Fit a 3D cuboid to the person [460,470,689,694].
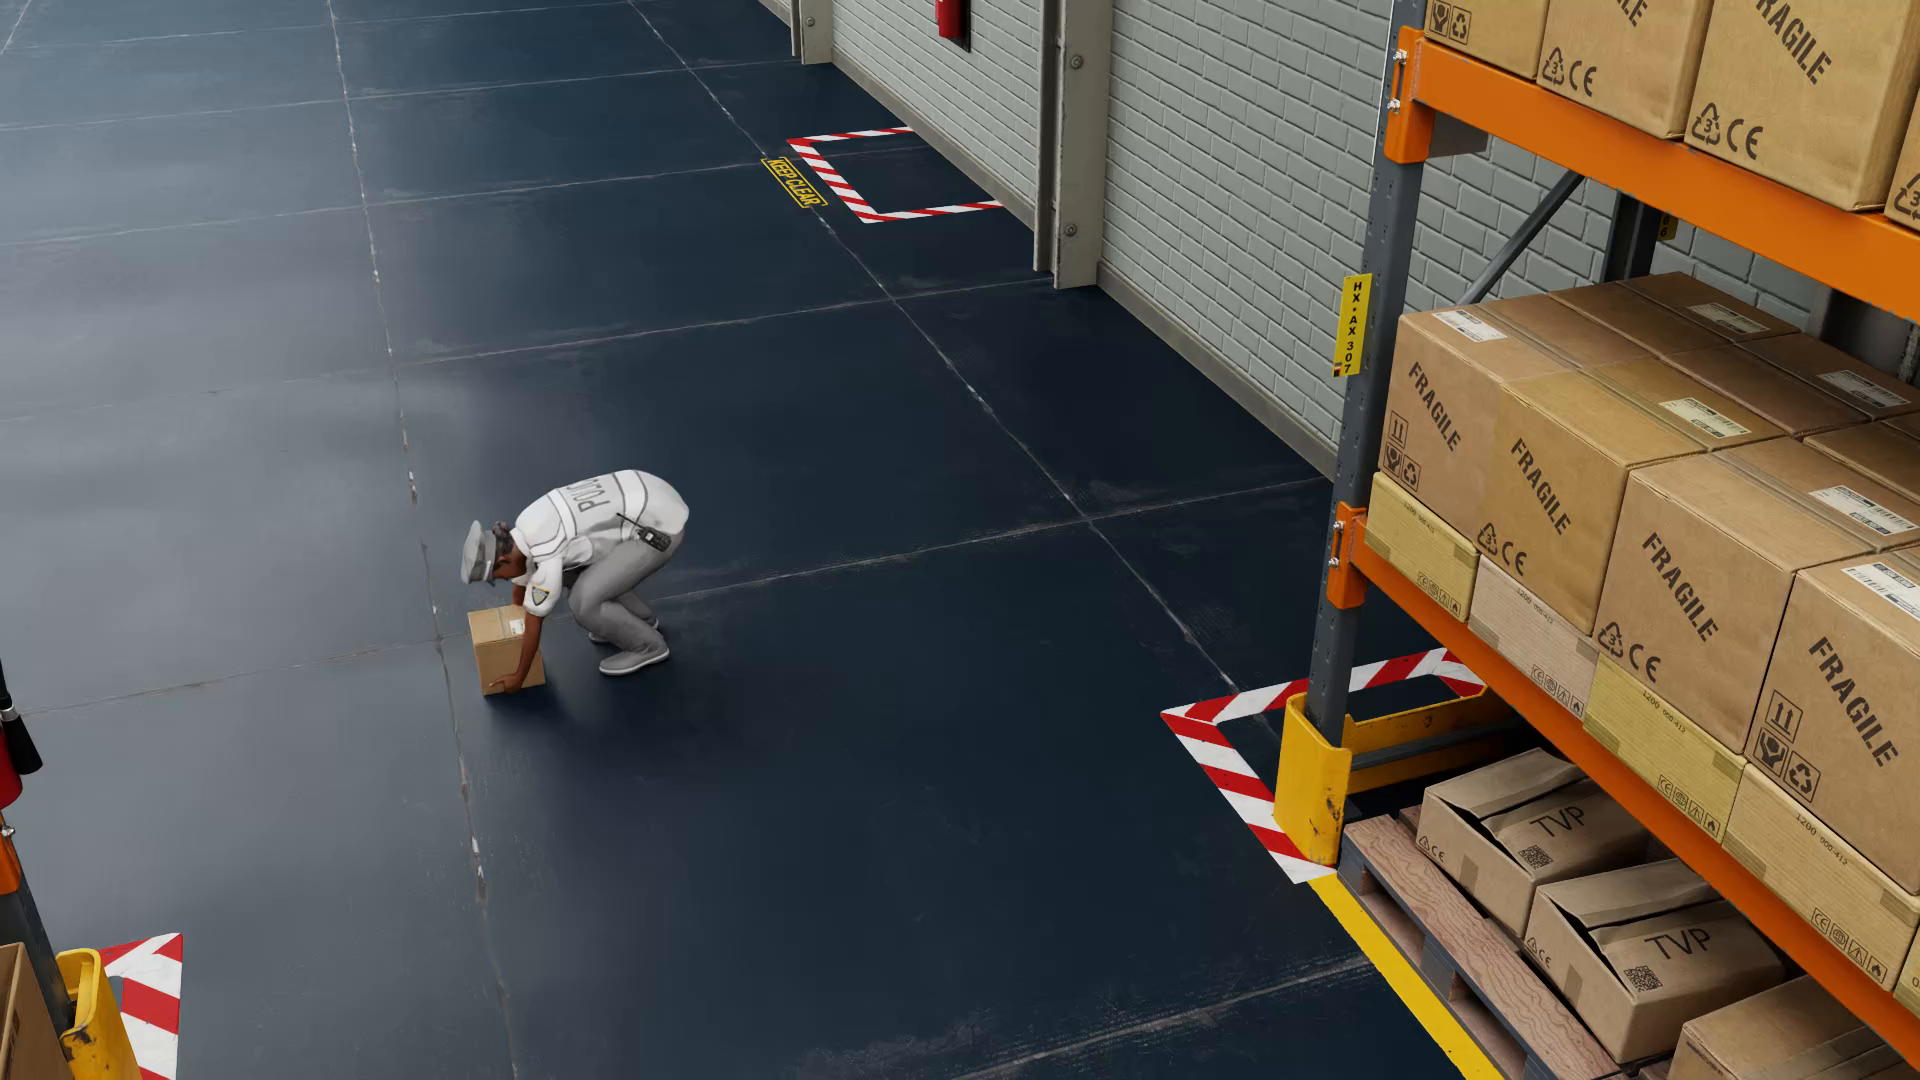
[{"bbox_3d":[-1.542,0.162,6.747,0.922,0.812,0.469,-12,32,-19],"label":"person"}]
